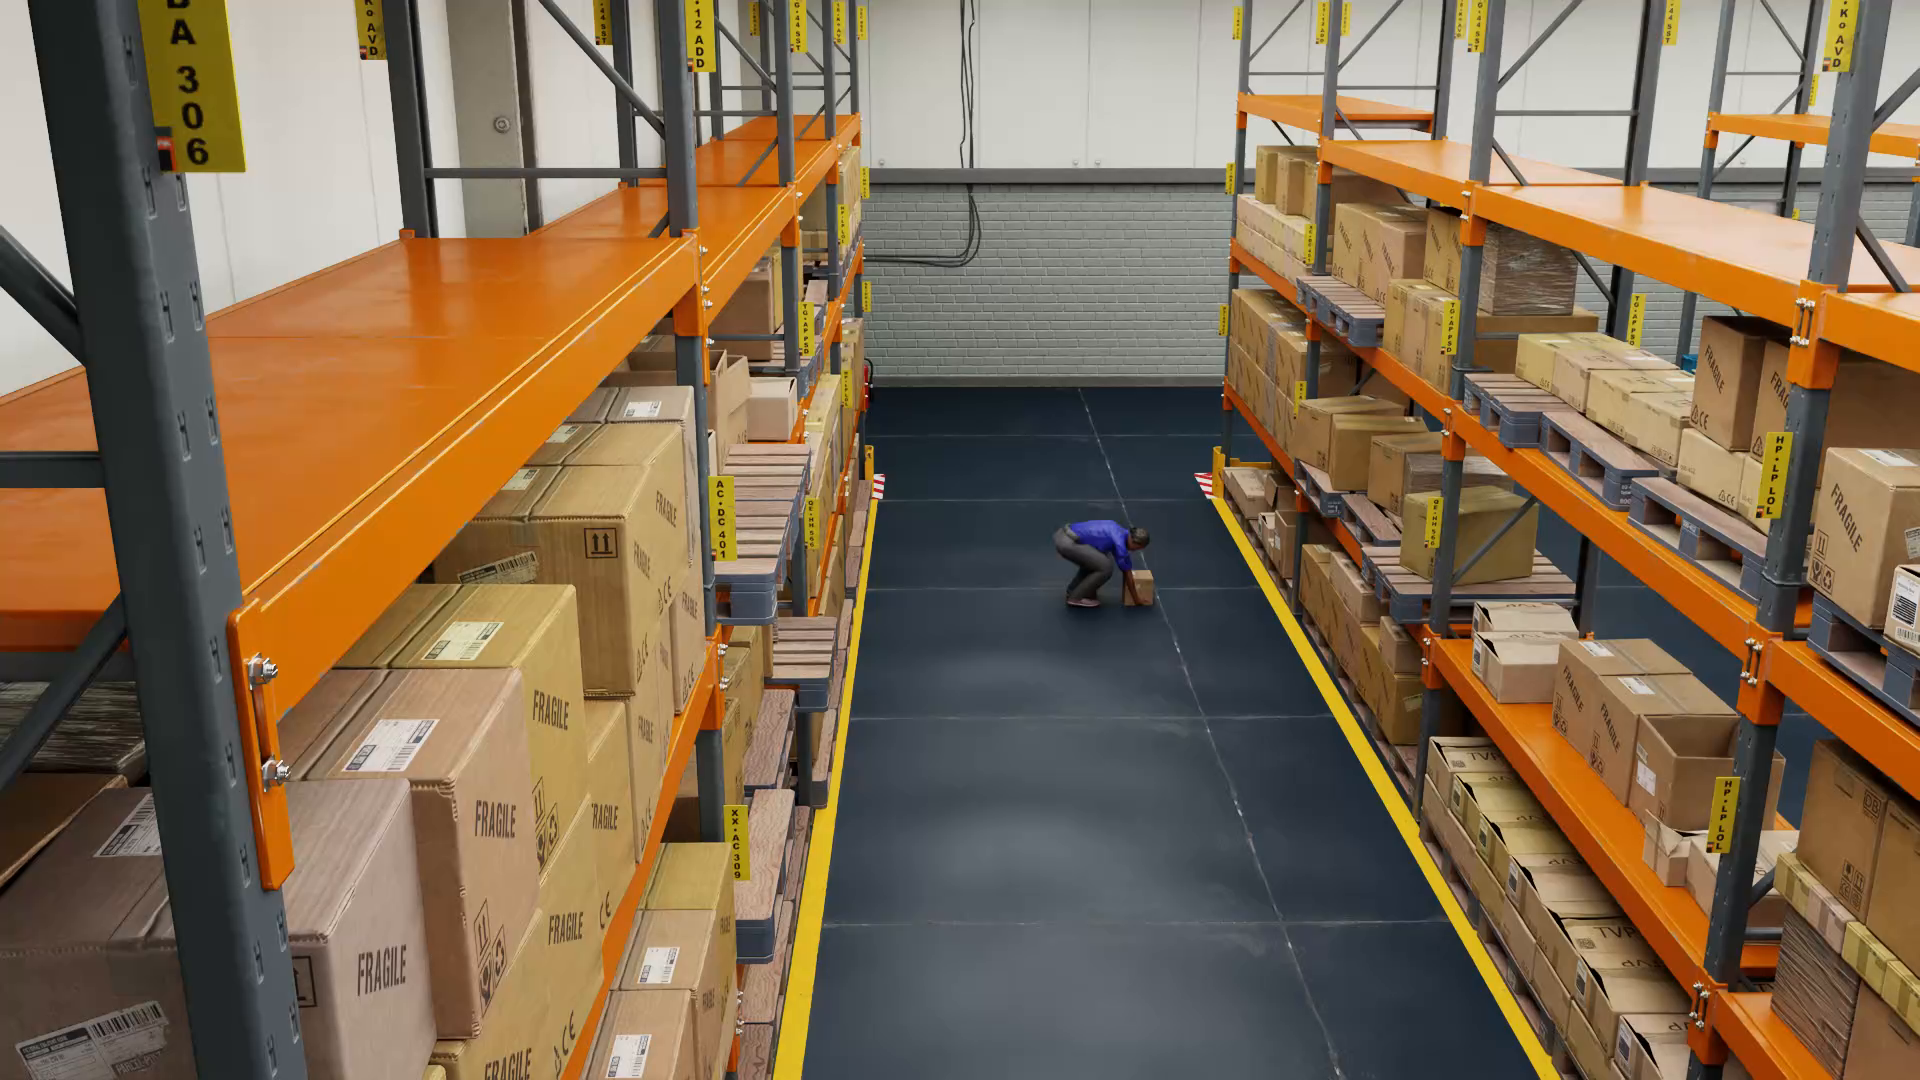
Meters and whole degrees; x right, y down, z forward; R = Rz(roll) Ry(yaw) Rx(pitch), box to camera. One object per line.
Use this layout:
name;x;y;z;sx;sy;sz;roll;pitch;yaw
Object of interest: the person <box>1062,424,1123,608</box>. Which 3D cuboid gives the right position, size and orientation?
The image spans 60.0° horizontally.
person;1.179;-0.232;14.849;0.522;1.654;0.412;-1;17;-2
